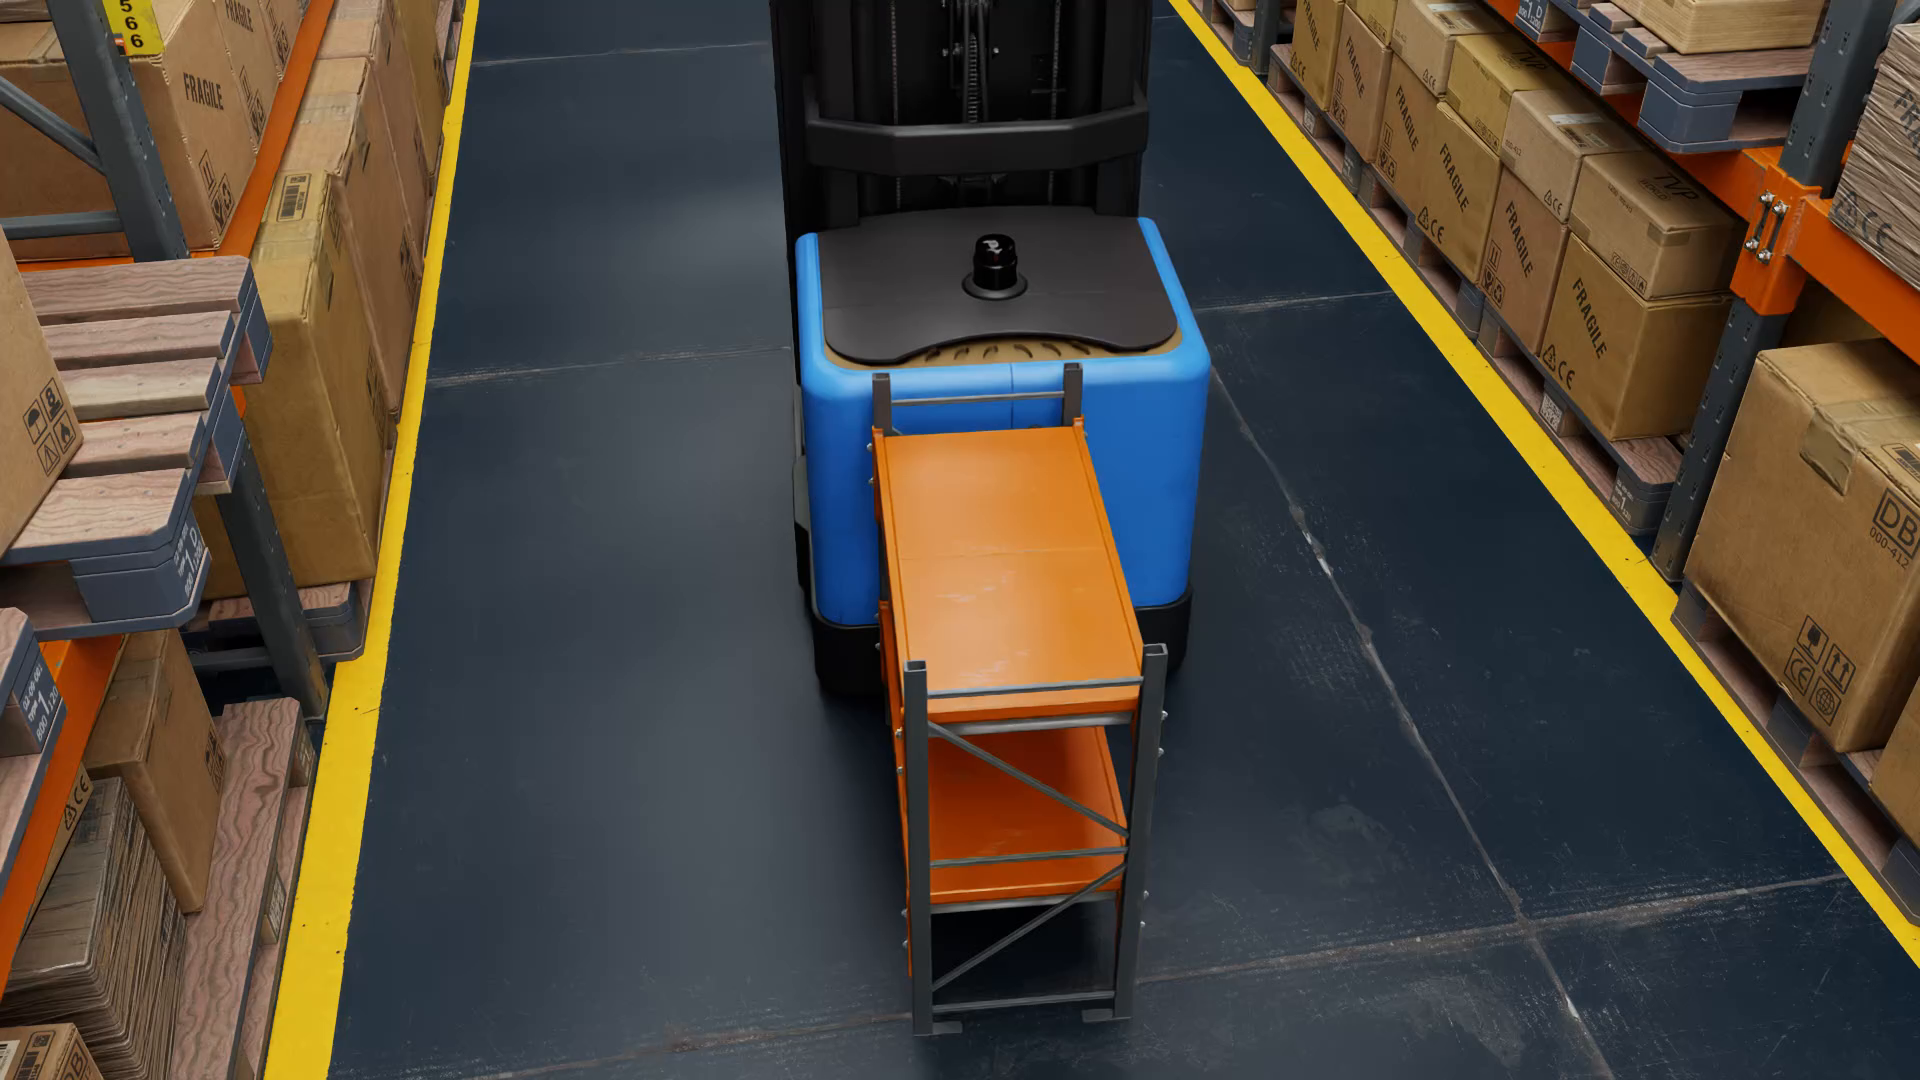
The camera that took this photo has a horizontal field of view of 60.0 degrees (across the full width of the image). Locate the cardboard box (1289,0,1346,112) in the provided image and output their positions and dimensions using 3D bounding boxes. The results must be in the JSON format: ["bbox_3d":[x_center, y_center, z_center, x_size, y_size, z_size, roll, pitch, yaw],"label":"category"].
[{"bbox_3d":[1.807,-2.256,7.404,0.500,0.500,0.500,-5,38,-6],"label":"cardboard box"}]

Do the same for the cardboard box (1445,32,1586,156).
[{"bbox_3d":[2.089,-1.609,5.960,0.500,0.250,0.500,-5,38,-7],"label":"cardboard box"}]

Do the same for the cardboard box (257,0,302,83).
[{"bbox_3d":[-2.264,-1.647,4.843,0.500,0.500,0.500,-7,38,-9],"label":"cardboard box"}]

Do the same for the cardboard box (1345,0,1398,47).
[{"bbox_3d":[1.904,-2.231,6.761,0.500,0.250,0.500,-5,38,-7],"label":"cardboard box"}]

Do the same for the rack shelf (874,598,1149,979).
[{"bbox_3d":[0.093,0.548,4.026,0.538,0.278,1.000,-4,38,-5],"label":"rack shelf"}]

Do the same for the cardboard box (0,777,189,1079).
[{"bbox_3d":[-2.014,0.886,3.344,0.700,0.500,0.500,-9,39,-12],"label":"cardboard box"}]

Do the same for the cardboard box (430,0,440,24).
[{"bbox_3d":[-2.999,-2.814,7.817,0.875,0.875,0.875,-6,38,-8],"label":"cardboard box"}]

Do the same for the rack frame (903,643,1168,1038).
[{"bbox_3d":[0.143,0.665,3.477,0.500,1.125,0.032,-4,38,-5],"label":"rack frame"}]

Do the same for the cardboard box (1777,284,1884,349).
[{"bbox_3d":[2.767,-0.770,5.491,0.500,0.500,0.500,-8,39,-10],"label":"cardboard box"}]

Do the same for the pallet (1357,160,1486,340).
[{"bbox_3d":[2.294,-1.243,6.677,1.003,0.211,1.213,-6,38,-8],"label":"pallet"}]

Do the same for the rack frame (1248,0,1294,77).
[{"bbox_3d":[1.939,-3.552,7.378,1.000,3.000,0.127,-6,38,-8],"label":"rack frame"}]

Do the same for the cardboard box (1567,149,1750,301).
[{"bbox_3d":[2.262,-0.996,5.171,0.500,0.250,0.500,-7,38,-9],"label":"cardboard box"}]

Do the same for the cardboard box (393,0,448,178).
[{"bbox_3d":[-2.830,-2.022,6.798,1.225,0.875,0.875,-6,38,-8],"label":"cardboard box"}]

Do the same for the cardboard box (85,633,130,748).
[{"bbox_3d":[-2.114,0.255,3.545,0.500,0.250,0.500,-5,38,-6],"label":"cardboard box"}]

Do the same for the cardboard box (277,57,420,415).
[{"bbox_3d":[-2.510,-0.949,5.416,1.225,0.875,0.875,-6,38,-8],"label":"cardboard box"}]

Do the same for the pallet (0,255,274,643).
[{"bbox_3d":[-2.031,-0.169,3.179,1.213,0.211,1.003,-6,38,-8],"label":"pallet"}]

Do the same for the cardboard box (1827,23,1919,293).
[{"bbox_3d":[2.453,-0.876,3.851,0.500,0.500,0.500,-6,38,-7],"label":"cardboard box"}]

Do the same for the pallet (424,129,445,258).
[{"bbox_3d":[-2.752,-1.521,7.035,1.003,0.211,1.213,-6,38,-8],"label":"pallet"}]

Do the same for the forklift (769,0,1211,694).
[{"bbox_3d":[-0.021,-1.625,4.953,1.130,2.935,3.031,-4,38,-4],"label":"forklift"}]

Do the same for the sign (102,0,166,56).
[{"bbox_3d":[-1.728,-1.154,3.411,0.100,0.325,0.005,-6,38,-8],"label":"sign"}]

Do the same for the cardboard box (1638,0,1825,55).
[{"bbox_3d":[2.101,-1.451,4.536,0.380,0.149,0.250,-6,38,-7],"label":"cardboard box"}]

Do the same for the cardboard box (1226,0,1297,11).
[{"bbox_3d":[1.535,-2.793,8.381,0.380,0.149,0.250,-6,38,-7],"label":"cardboard box"}]

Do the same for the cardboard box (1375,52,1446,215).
[{"bbox_3d":[2.007,-1.622,6.588,0.500,0.500,0.500,-6,38,-7],"label":"cardboard box"}]

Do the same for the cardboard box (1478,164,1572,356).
[{"bbox_3d":[2.180,-0.998,5.785,0.500,0.500,0.500,-5,38,-6],"label":"cardboard box"}]

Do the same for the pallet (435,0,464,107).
[{"bbox_3d":[-3.018,-2.446,8.227,1.003,0.211,1.213,-6,38,-8],"label":"pallet"}]

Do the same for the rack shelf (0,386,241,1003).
[{"bbox_3d":[-1.910,0.828,2.325,1.077,0.370,4.000,-6,38,-8],"label":"rack shelf"}]

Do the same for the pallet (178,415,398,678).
[{"bbox_3d":[-2.325,-0.047,5.138,1.003,0.211,1.213,-6,38,-8],"label":"pallet"}]

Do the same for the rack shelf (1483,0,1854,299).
[{"bbox_3d":[2.290,-2.060,6.043,1.077,0.370,4.000,-6,38,-8],"label":"rack shelf"}]

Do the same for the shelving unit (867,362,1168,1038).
[{"bbox_3d":[0.093,0.355,3.876,0.538,1.125,1.048,-4,38,-5],"label":"shelving unit"}]

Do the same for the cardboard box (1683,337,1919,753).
[{"bbox_3d":[2.658,-0.036,4.343,1.050,0.750,0.750,-7,38,-9],"label":"cardboard box"}]

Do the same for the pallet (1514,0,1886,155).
[{"bbox_3d":[2.410,-1.480,4.866,1.213,0.211,1.003,-6,38,-8],"label":"pallet"}]

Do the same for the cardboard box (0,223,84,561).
[{"bbox_3d":[-1.930,-0.221,2.666,0.700,0.500,0.500,-1,38,-1],"label":"cardboard box"}]

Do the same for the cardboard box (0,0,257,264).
[{"bbox_3d":[-2.078,-1.026,4.044,0.500,0.500,0.500,-5,38,-7],"label":"cardboard box"}]

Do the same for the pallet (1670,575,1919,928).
[{"bbox_3d":[2.704,0.449,4.500,1.003,0.211,1.213,-6,38,-8],"label":"pallet"}]
